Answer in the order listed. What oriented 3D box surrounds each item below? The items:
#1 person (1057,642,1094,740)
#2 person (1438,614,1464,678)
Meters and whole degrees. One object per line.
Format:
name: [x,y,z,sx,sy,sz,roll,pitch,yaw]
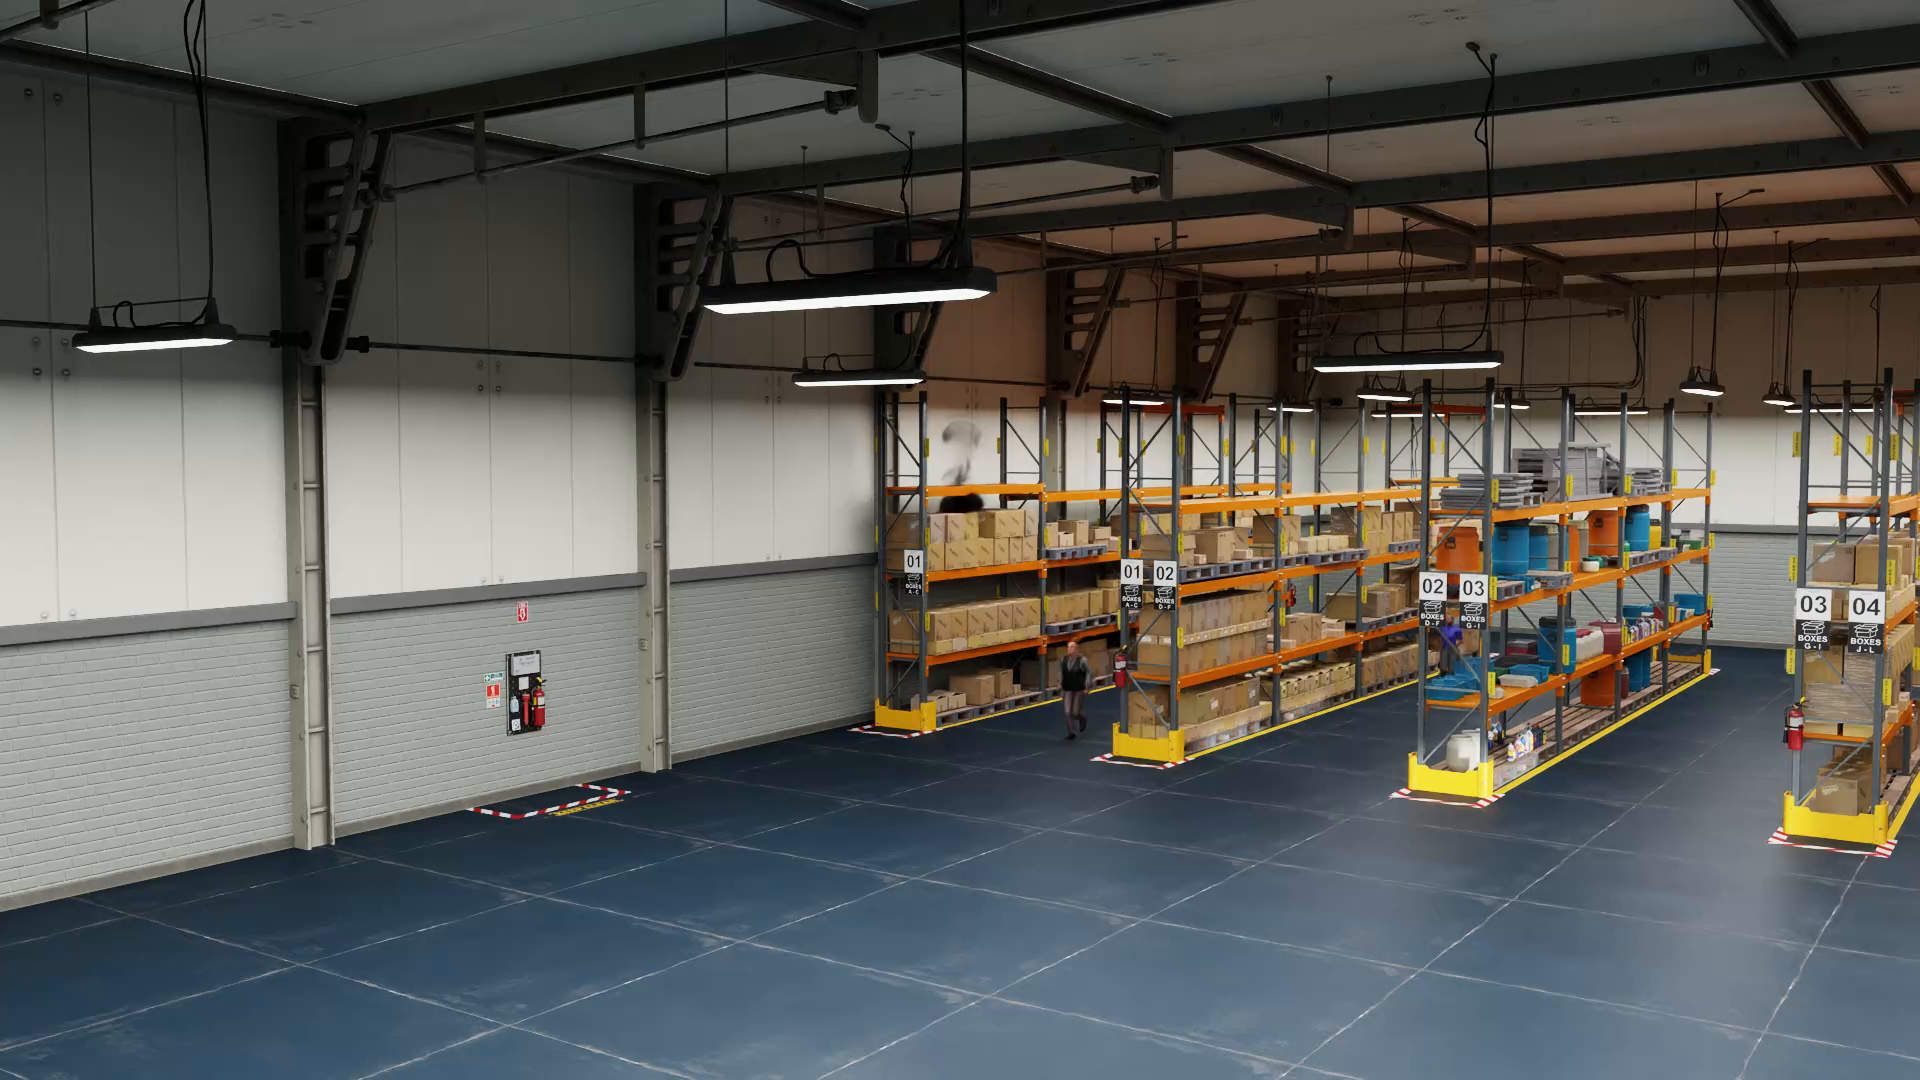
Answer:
person: [1.969,2.575,28.522,0.654,1.678,0.648,2,4,26]
person: [9.947,2.313,33.827,0.560,1.621,0.573,2,4,31]
